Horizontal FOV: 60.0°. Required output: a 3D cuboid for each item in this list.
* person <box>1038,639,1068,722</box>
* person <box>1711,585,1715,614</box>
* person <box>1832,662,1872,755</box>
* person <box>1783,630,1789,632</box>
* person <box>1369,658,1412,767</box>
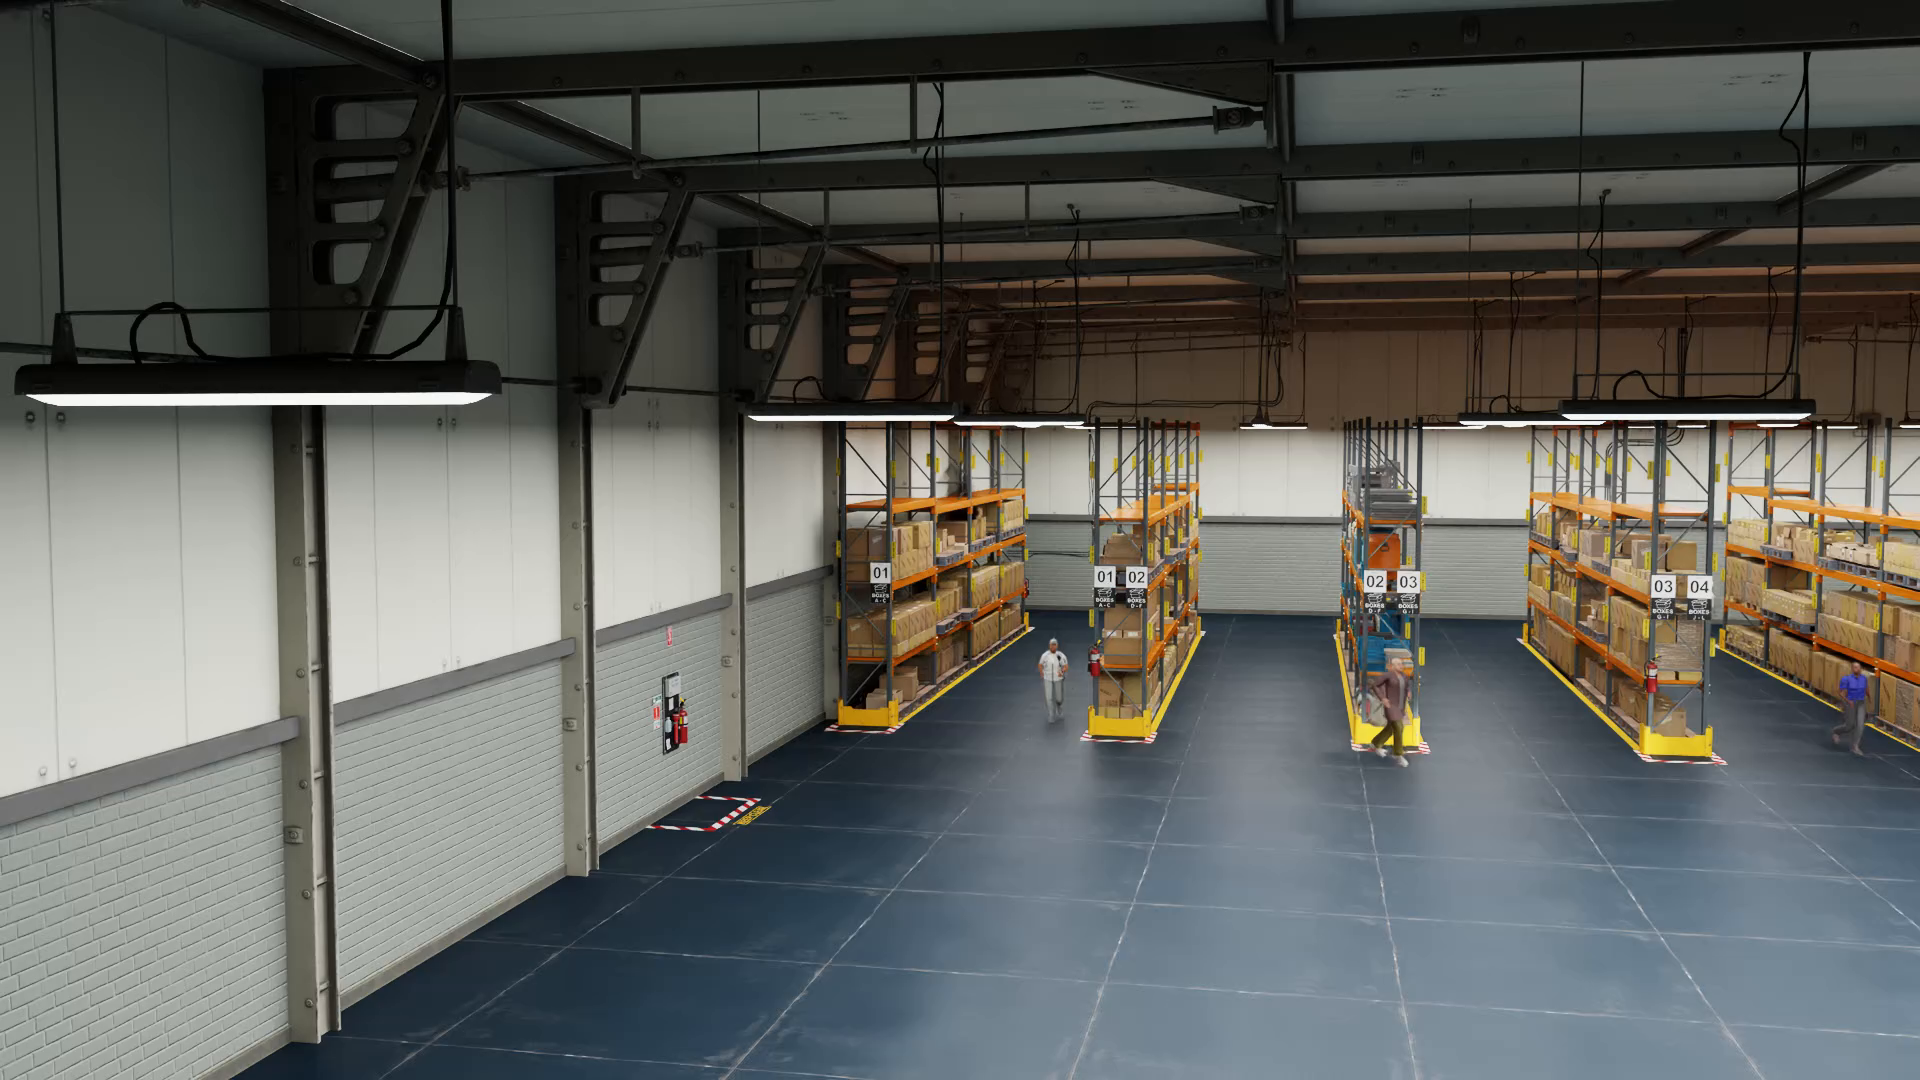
[{"bbox_3d":[1.843,2.771,32.997,0.613,1.620,0.688,0,4,5],"label":"person"},{"bbox_3d":[20.081,1.956,44.982,0.534,1.700,0.684,-1,4,-20],"label":"person"},{"bbox_3d":[16.035,2.988,29.843,0.583,1.641,0.697,0,4,0],"label":"person"},{"bbox_3d":[22.135,2.022,44.398,0.696,1.765,0.596,0,4,-4],"label":"person"},{"bbox_3d":[7.541,2.951,28.887,0.721,1.833,0.881,-3,5,-36],"label":"person"}]
